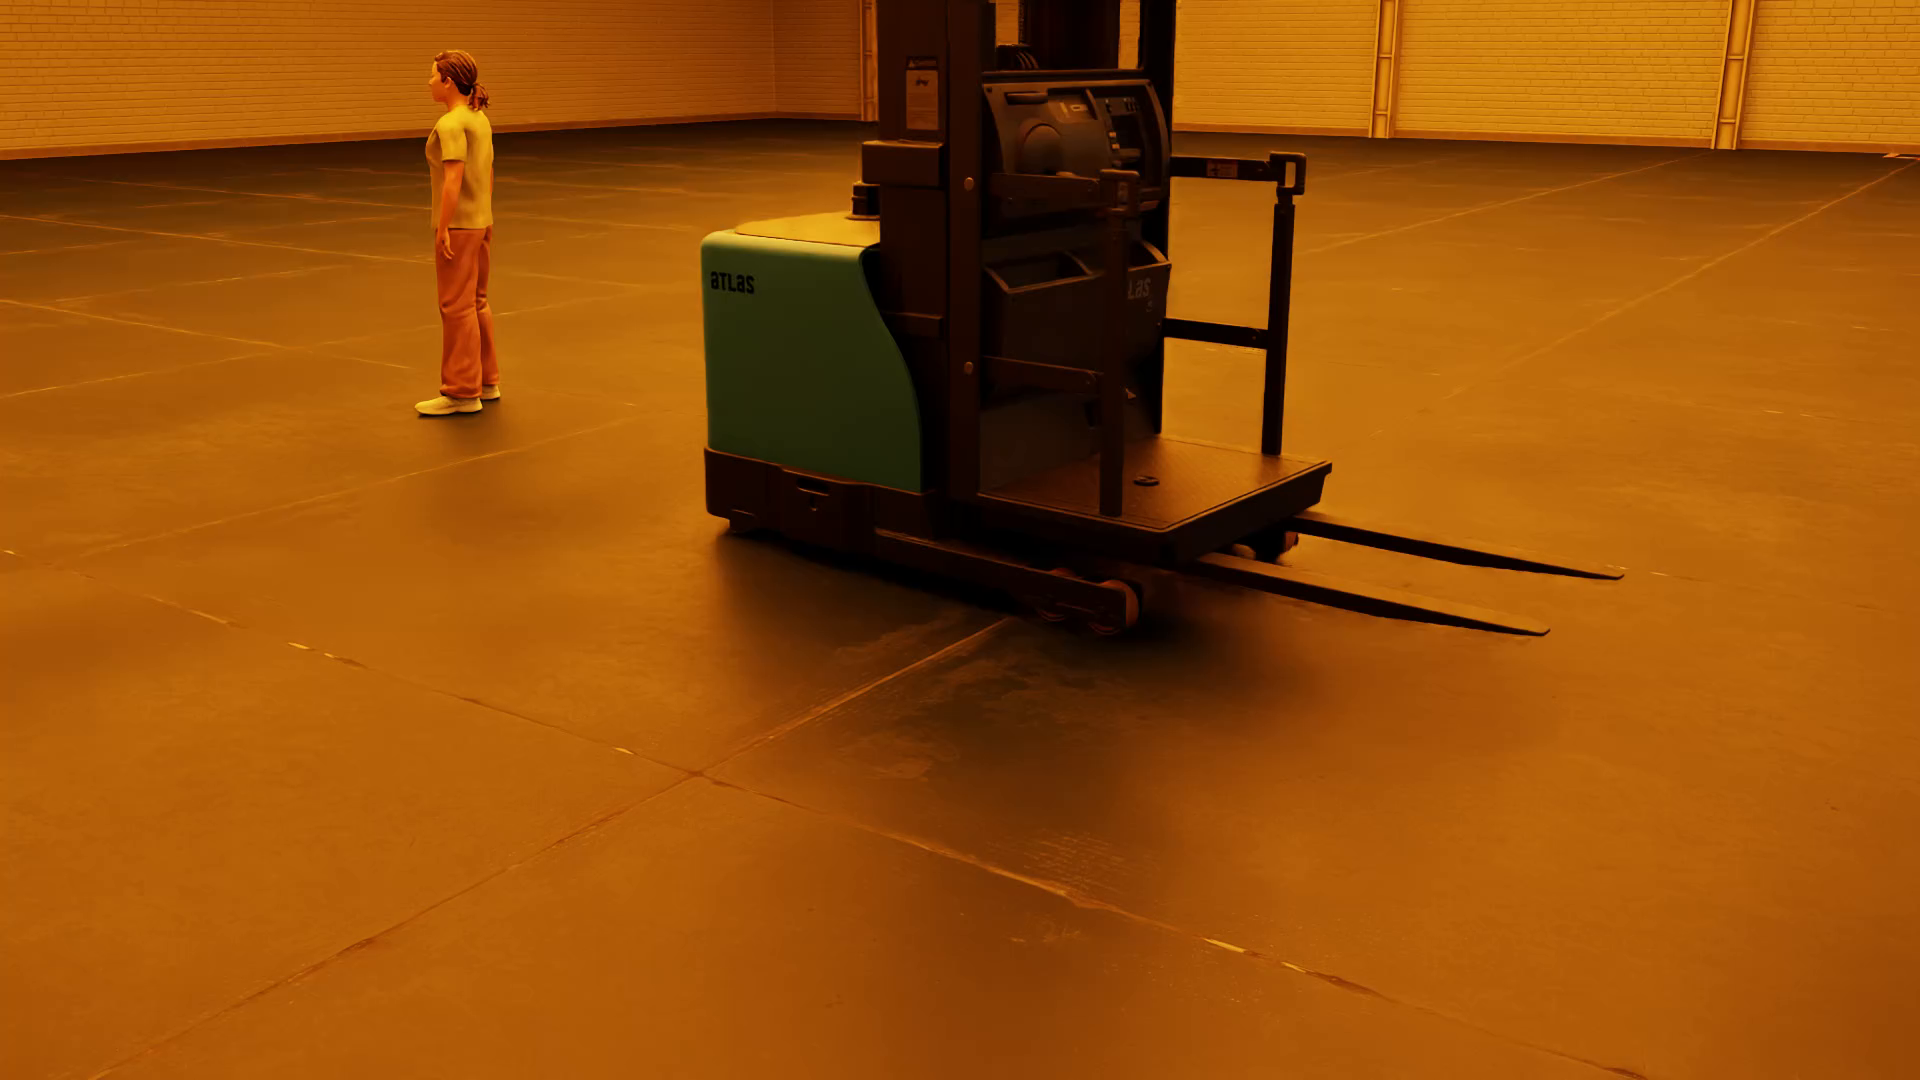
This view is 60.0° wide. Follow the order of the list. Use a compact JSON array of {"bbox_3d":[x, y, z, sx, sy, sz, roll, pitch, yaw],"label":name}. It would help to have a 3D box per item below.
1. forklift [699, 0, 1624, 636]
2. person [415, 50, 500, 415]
[{"bbox_3d":[0.545,-1.289,5.142,3.031,2.935,1.130,13,21,37],"label":"forklift"},{"bbox_3d":[-2.399,-1.471,7.948,0.400,1.674,0.591,0,17,0],"label":"person"}]
